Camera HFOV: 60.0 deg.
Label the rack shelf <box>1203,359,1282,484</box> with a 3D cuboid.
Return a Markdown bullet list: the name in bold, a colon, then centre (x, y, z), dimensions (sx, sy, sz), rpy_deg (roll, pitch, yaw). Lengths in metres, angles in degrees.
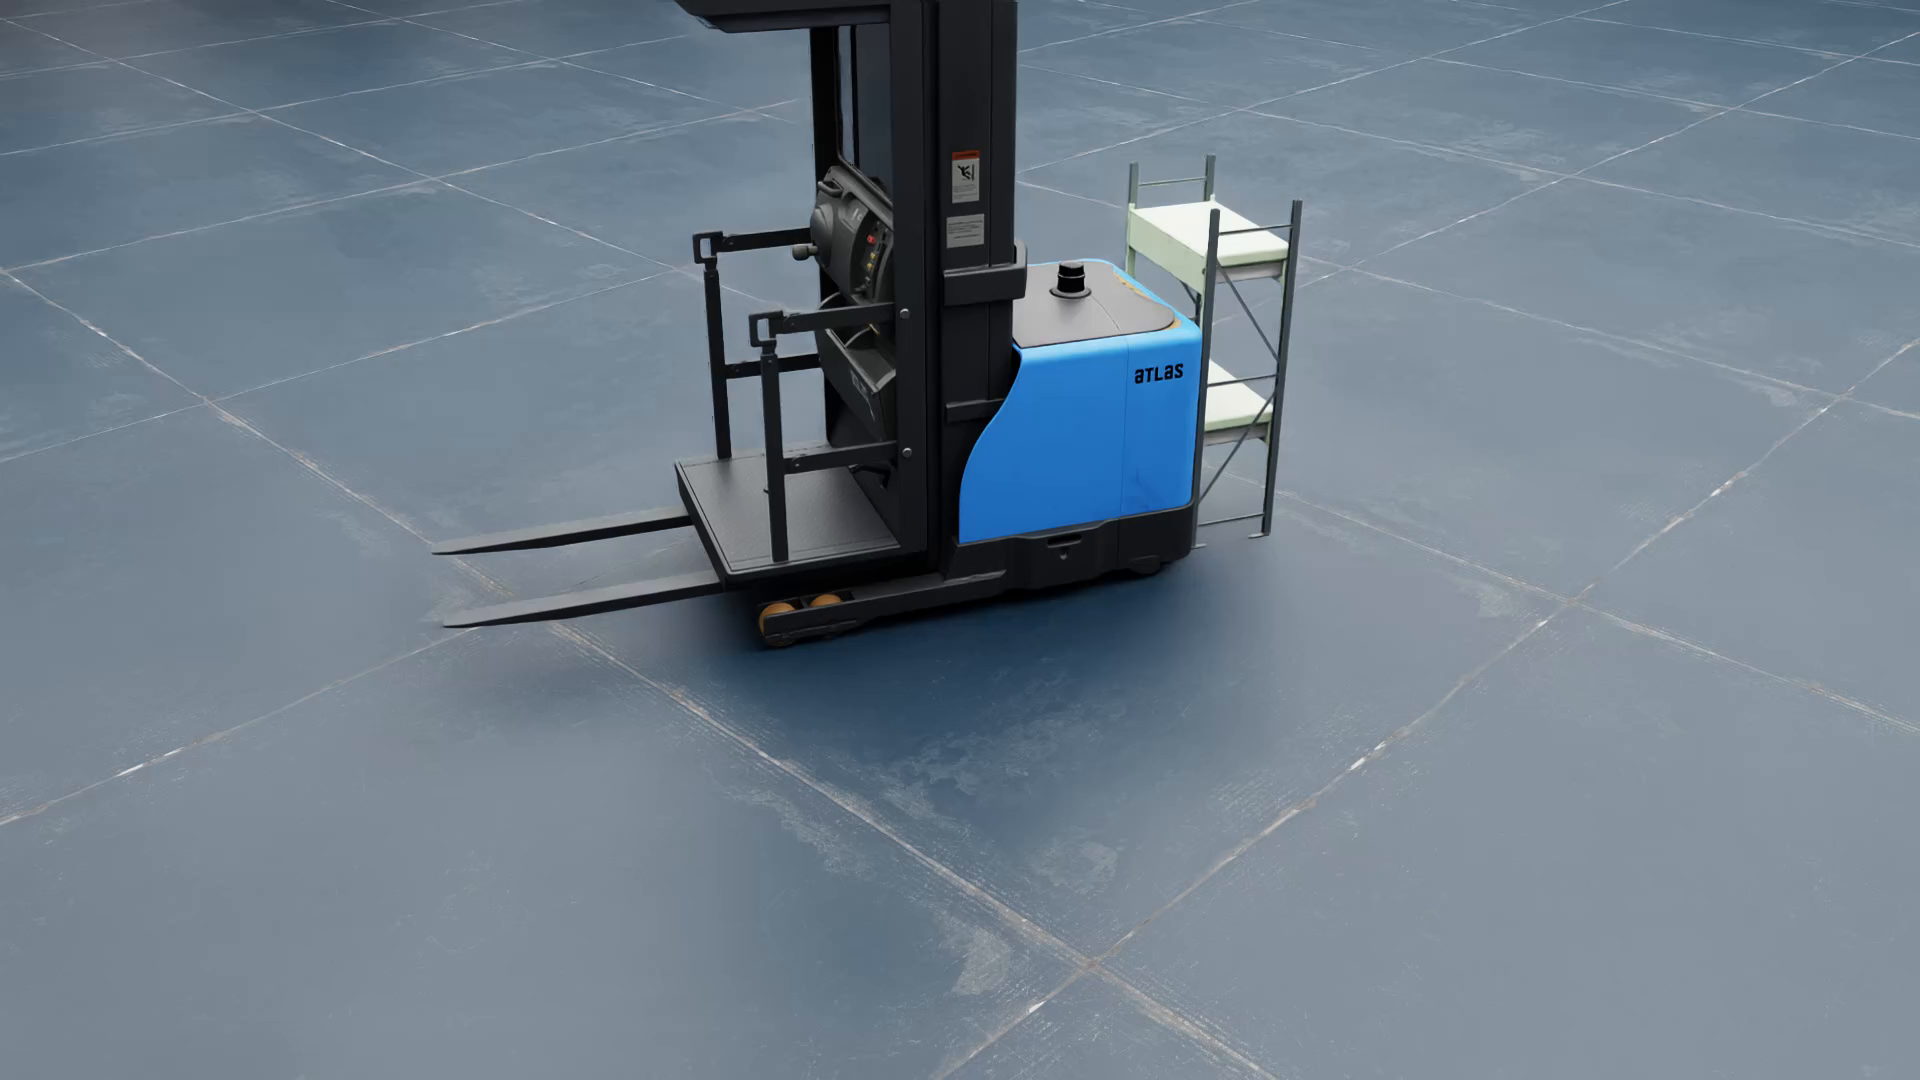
- **rack shelf**: centre (1.042, -0.528, 7.343), dimensions (0.431, 0.370, 0.720), rpy_deg (-10, 29, -18)

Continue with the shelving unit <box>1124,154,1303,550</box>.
- **shelving unit**: centre (1.042, -0.817, 7.192), dimensions (0.431, 1.500, 0.755), rpy_deg (-10, 29, -18)

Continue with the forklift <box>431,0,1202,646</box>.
- **forklift**: centre (-0.599, -1.161, 6.309), dimensions (3.031, 2.935, 1.130), rpy_deg (-9, 29, -17)

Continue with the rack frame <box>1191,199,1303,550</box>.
- **rack frame**: centre (1.168, -0.657, 6.888), dimensions (0.400, 1.500, 0.023), rpy_deg (-10, 29, -18)

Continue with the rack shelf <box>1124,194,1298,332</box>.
- **rack shelf**: centre (1.042, -1.162, 7.010), dimensions (0.431, 0.370, 0.720), rpy_deg (-10, 29, -18)

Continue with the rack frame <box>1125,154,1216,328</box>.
- **rack frame**: centre (0.916, -0.977, 7.496), dimensions (0.400, 1.500, 0.023), rpy_deg (-10, 29, -18)
